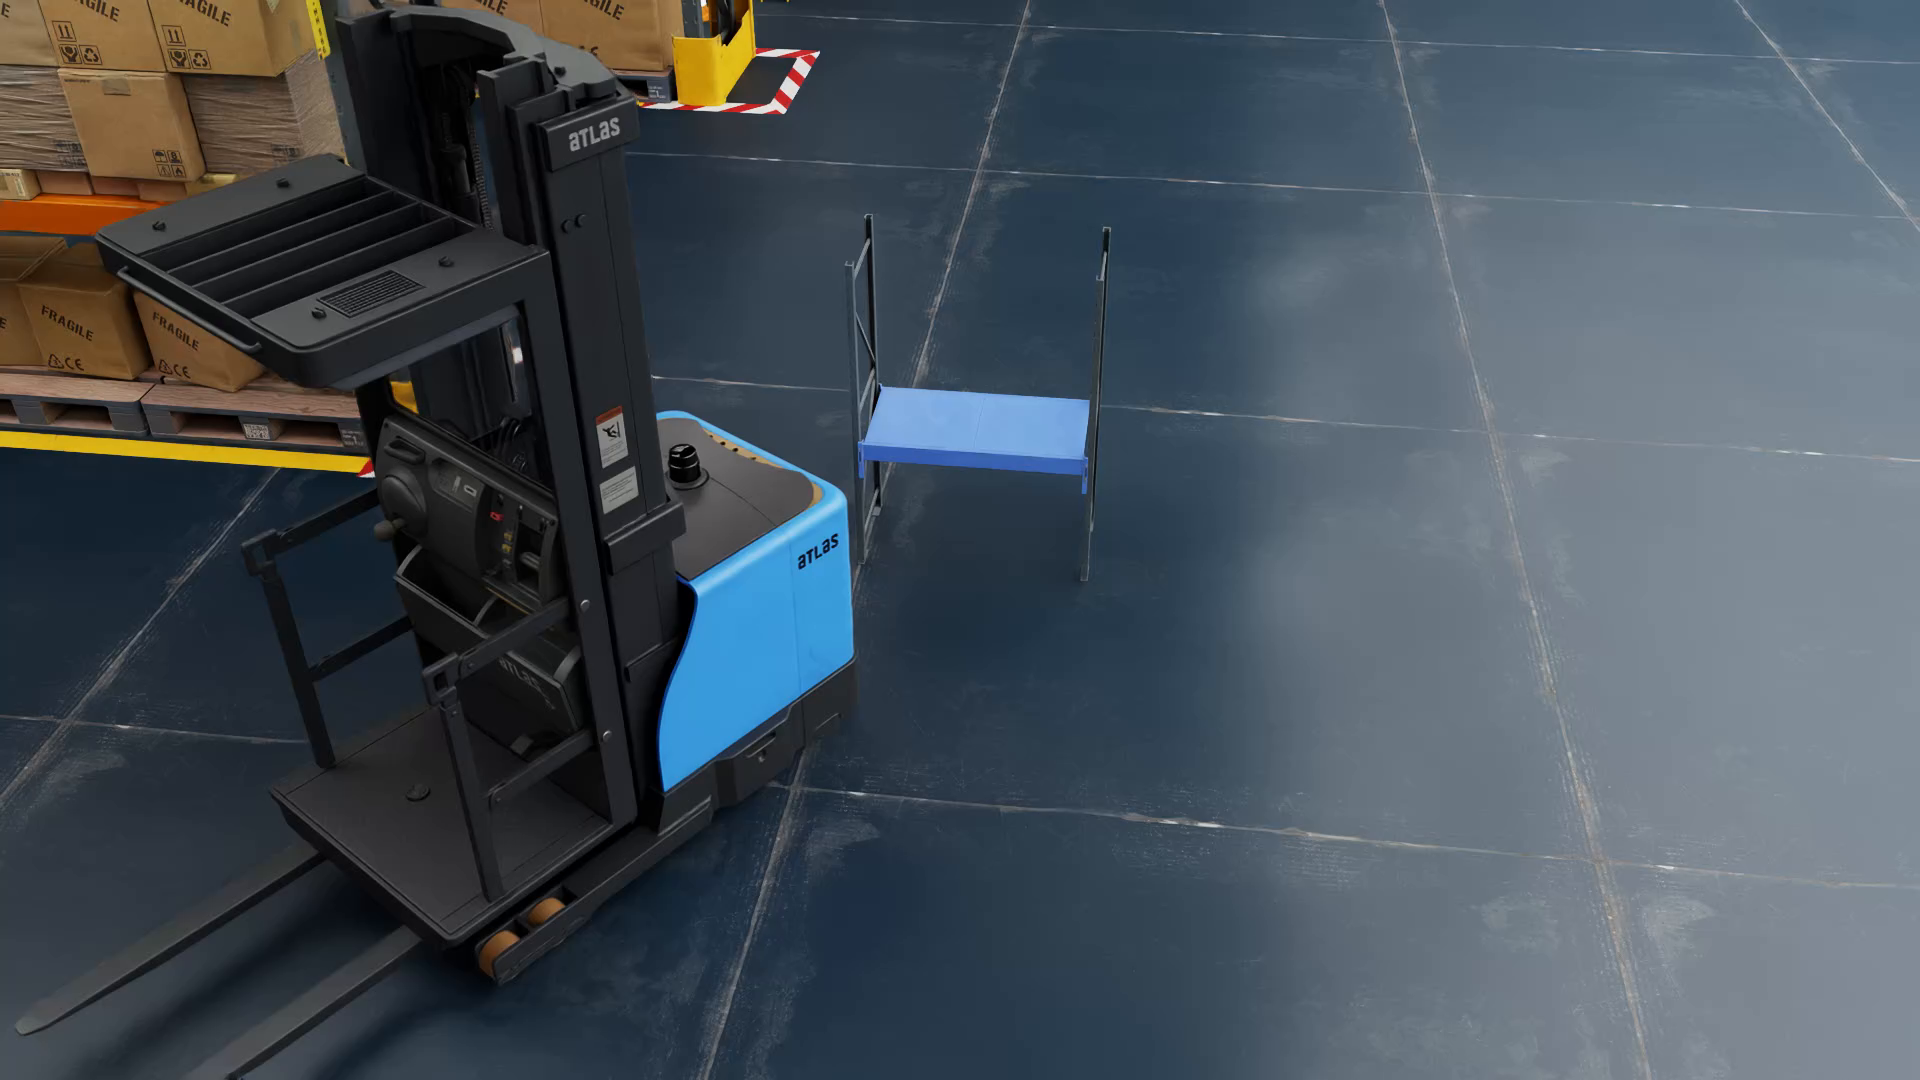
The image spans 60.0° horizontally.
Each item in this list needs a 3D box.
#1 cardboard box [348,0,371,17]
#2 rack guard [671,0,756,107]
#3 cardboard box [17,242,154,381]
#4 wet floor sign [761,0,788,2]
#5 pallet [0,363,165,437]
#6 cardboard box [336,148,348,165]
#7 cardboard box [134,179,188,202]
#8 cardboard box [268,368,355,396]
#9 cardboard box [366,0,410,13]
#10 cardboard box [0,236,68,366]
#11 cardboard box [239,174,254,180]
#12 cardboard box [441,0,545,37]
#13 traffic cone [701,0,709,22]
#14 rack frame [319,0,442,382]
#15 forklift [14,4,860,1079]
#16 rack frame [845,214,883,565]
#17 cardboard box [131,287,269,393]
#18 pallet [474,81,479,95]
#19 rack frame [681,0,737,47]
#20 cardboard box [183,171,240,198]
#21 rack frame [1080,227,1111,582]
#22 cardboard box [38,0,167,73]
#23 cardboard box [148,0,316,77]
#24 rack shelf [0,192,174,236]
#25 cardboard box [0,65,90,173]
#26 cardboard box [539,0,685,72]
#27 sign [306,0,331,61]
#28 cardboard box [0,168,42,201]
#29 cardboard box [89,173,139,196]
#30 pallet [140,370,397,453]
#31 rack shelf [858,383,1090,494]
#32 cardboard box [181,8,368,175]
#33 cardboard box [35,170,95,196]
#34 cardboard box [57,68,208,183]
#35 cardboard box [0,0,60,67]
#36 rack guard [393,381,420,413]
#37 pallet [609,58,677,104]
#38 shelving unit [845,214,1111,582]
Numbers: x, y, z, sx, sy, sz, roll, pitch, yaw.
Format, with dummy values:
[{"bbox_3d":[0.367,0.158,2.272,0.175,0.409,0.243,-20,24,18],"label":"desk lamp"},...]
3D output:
[{"bbox_3d":[-3.111,-2.666,7.700,0.500,0.500,0.500,4,36,6],"label":"cardboard box"},{"bbox_3d":[-1.844,-3.730,12.547,0.348,0.500,1.175,4,36,6],"label":"rack guard"},{"bbox_3d":[-4.433,-1.190,8.626,0.500,0.500,0.500,7,36,10],"label":"cardboard box"},{"bbox_3d":[-1.587,-4.930,14.102,0.232,0.644,0.267,-2,36,-2],"label":"wet floor sign"},{"bbox_3d":[-4.684,-0.942,8.888,1.213,0.211,1.003,4,36,6],"label":"pallet"},{"bbox_3d":[-2.909,-1.699,7.765,0.250,0.149,0.380,4,36,6],"label":"cardboard box"},{"bbox_3d":[-3.658,-1.734,7.814,0.250,0.149,0.380,4,36,6],"label":"cardboard box"},{"bbox_3d":[-3.218,-1.109,8.511,0.500,0.500,0.500,11,37,15],"label":"cardboard box"},{"bbox_3d":[-4.326,-4.200,12.521,0.875,0.875,0.875,5,36,6],"label":"cardboard box"},{"bbox_3d":[-4.981,-1.257,8.720,0.500,0.500,0.500,1,36,2],"label":"cardboard box"},{"bbox_3d":[-3.157,-1.718,7.791,0.250,0.149,0.380,4,36,6],"label":"cardboard box"},{"bbox_3d":[-3.422,-4.132,12.425,0.875,0.875,0.875,4,36,5],"label":"cardboard box"},{"bbox_3d":[-2.214,-4.575,13.761,0.334,0.463,0.336,4,36,6],"label":"traffic cone"},{"bbox_3d":[-2.600,-1.899,7.829,0.127,3.000,1.000,4,36,6],"label":"rack frame"},{"bbox_3d":[-1.741,-0.028,5.266,1.130,2.935,3.031,26,43,32],"label":"forklift"},{"bbox_3d":[-0.420,-0.642,7.358,0.032,1.500,0.500,4,36,6],"label":"rack frame"},{"bbox_3d":[-3.815,-1.133,8.546,0.500,0.500,0.500,14,38,18],"label":"cardboard box"},{"bbox_3d":[-3.878,-3.720,12.781,1.213,0.211,1.003,4,36,6],"label":"pallet"},{"bbox_3d":[-1.868,-4.750,11.823,0.127,3.000,1.000,4,36,6],"label":"rack frame"},{"bbox_3d":[-3.412,-1.707,7.776,0.250,0.149,0.380,4,36,6],"label":"cardboard box"},{"bbox_3d":[0.589,-0.567,7.253,0.032,1.500,0.500,4,36,6],"label":"rack frame"},{"bbox_3d":[-3.674,-2.400,7.328,0.500,0.500,0.500,4,36,6],"label":"cardboard box"},{"bbox_3d":[-3.177,-2.366,7.281,0.500,0.500,0.500,4,36,6],"label":"cardboard box"},{"bbox_3d":[-4.584,-1.754,8.245,4.000,0.370,1.077,4,36,6],"label":"rack shelf"},{"bbox_3d":[-4.144,-2.147,7.834,0.500,0.500,0.875,4,36,6],"label":"cardboard box"},{"bbox_3d":[-2.549,-4.068,12.335,0.875,0.875,0.875,4,36,6],"label":"cardboard box"},{"bbox_3d":[-2.691,-2.181,6.955,0.005,0.325,0.100,4,36,6],"label":"sign"},{"bbox_3d":[-4.410,-1.750,7.836,0.250,0.149,0.380,4,36,6],"label":"cardboard box"},{"bbox_3d":[-3.900,-1.777,7.873,0.250,0.149,0.380,4,36,6],"label":"cardboard box"},{"bbox_3d":[-3.477,-0.850,8.760,1.213,0.211,1.003,4,36,6],"label":"pallet"},{"bbox_3d":[0.085,-0.458,7.410,1.000,0.185,0.538,4,36,6],"label":"rack shelf"},{"bbox_3d":[-3.142,-2.118,7.793,0.500,0.500,0.875,4,36,6],"label":"cardboard box"},{"bbox_3d":[-4.151,-1.782,7.881,0.250,0.149,0.380,4,36,6],"label":"cardboard box"},{"bbox_3d":[-3.654,-2.085,7.748,0.500,0.500,0.875,4,36,6],"label":"cardboard box"},{"bbox_3d":[-4.170,-2.438,7.382,0.500,0.500,0.500,4,36,6],"label":"cardboard box"},{"bbox_3d":[-2.676,-0.887,8.563,0.348,0.500,1.175,4,36,6],"label":"rack guard"},{"bbox_3d":[-2.671,-3.629,12.653,1.213,0.211,1.003,4,36,6],"label":"pallet"},{"bbox_3d":[0.085,-0.604,7.305,1.048,1.500,0.538,4,36,6],"label":"shelving unit"}]
